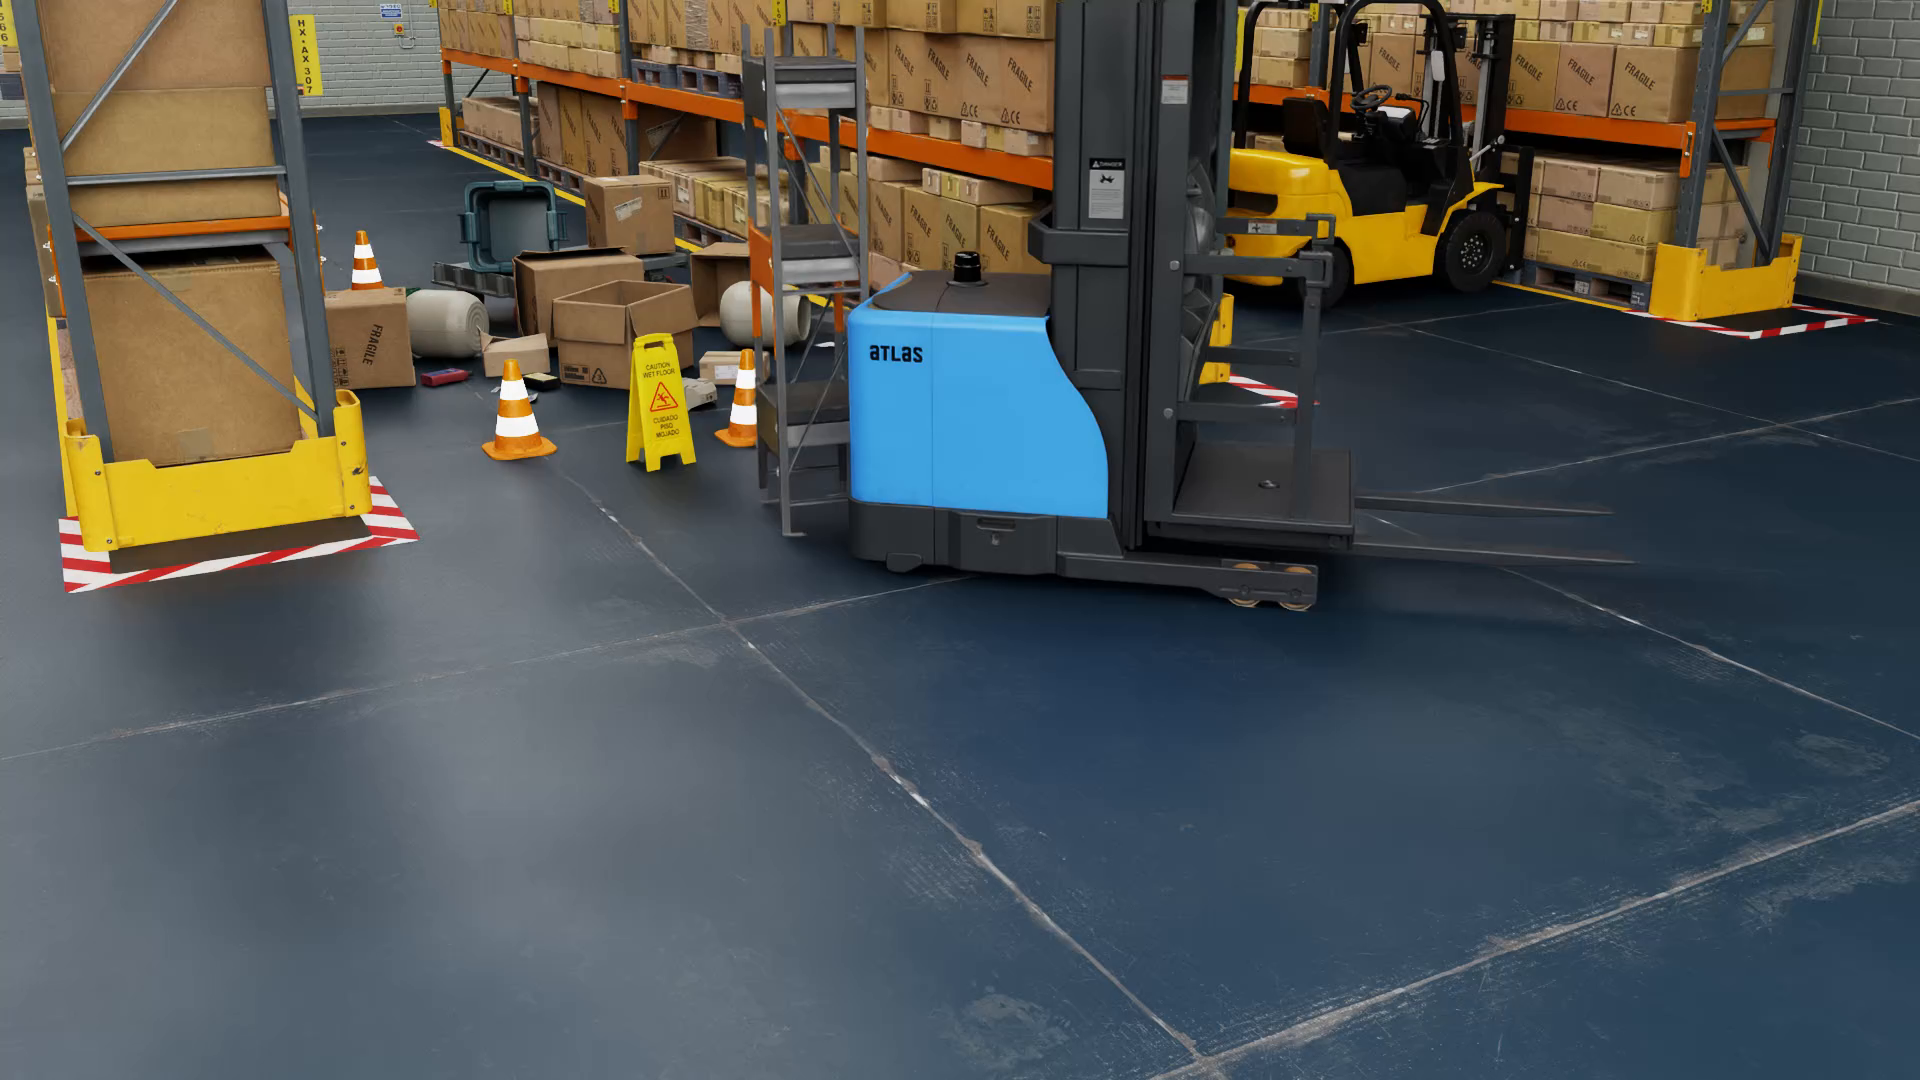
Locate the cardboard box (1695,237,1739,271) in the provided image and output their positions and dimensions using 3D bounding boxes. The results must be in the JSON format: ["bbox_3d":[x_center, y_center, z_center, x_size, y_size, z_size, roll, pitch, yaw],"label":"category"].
[{"bbox_3d":[5.373,-2.142,12.312,0.500,0.250,0.500,-10,21,-26],"label":"cardboard box"}]

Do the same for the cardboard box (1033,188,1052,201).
[{"bbox_3d":[0.664,-1.986,10.710,0.500,0.500,0.500,-11,22,-29],"label":"cardboard box"}]

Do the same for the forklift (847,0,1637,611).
[{"bbox_3d":[1.120,-1.304,6.418,3.031,2.935,1.130,4,19,12],"label":"forklift"}]

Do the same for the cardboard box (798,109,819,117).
[{"bbox_3d":[-0.965,-3.192,12.167,0.380,0.149,0.250,-10,21,-27],"label":"cardboard box"}]

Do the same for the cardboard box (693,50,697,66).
[{"bbox_3d":[-2.083,-4.170,14.359,0.380,0.149,0.250,-9,21,-25],"label":"cardboard box"}]

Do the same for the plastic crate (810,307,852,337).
[{"bbox_3d":[-0.808,-1.493,11.335,0.583,0.080,0.402,16,25,39],"label":"plastic crate"}]

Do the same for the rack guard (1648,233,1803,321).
[{"bbox_3d":[5.445,-1.884,11.824,1.175,0.500,0.348,-10,21,-27],"label":"rack guard"}]

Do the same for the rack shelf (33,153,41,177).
[{"bbox_3d":[-6.090,-2.889,12.008,1.077,0.370,4.000,-10,21,-27],"label":"rack shelf"}]

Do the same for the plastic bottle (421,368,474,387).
[{"bbox_3d":[-3.033,-0.969,9.847,0.133,0.061,0.283,16,25,39],"label":"plastic bottle"}]

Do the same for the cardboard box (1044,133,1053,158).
[{"bbox_3d":[0.702,-2.258,9.461,0.380,0.149,0.250,-9,21,-25],"label":"cardboard box"}]

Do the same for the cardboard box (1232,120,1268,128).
[{"bbox_3d":[2.556,-3.884,16.785,0.875,0.625,0.625,-11,22,-29],"label":"cardboard box"}]

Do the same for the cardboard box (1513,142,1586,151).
[{"bbox_3d":[4.667,-3.047,13.402,0.500,0.250,0.500,-10,22,-28],"label":"cardboard box"}]

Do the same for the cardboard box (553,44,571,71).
[{"bbox_3d":[-3.949,-5.066,17.444,0.500,0.250,0.500,-10,22,-28],"label":"cardboard box"}]

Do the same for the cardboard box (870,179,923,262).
[{"bbox_3d":[-0.280,-2.192,11.306,0.500,0.500,0.500,-9,21,-24],"label":"cardboard box"}]

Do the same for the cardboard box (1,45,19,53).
[{"bbox_3d":[-7.675,-4.095,13.685,0.380,0.149,0.250,-9,21,-26],"label":"cardboard box"}]

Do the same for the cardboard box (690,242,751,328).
[{"bbox_3d":[-1.521,-1.752,11.438,0.500,0.500,0.500,4,19,11],"label":"cardboard box"}]

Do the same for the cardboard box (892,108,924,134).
[{"bbox_3d":[-0.221,-2.755,10.902,0.380,0.149,0.250,-10,21,-27],"label":"cardboard box"}]

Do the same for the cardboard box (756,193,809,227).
[{"bbox_3d":[-1.083,-2.557,13.328,0.950,0.372,0.625,-10,21,-26],"label":"cardboard box"}]

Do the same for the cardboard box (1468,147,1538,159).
[{"bbox_3d":[4.211,-2.963,13.158,0.500,0.250,0.500,-10,22,-28],"label":"cardboard box"}]

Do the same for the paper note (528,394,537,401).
[{"bbox_3d":[-2.472,-0.803,9.415,0.144,0.017,0.142,-3,19,-8],"label":"paper note"}]

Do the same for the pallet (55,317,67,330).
[{"bbox_3d":[-5.573,-1.546,11.289,1.003,0.211,1.213,-10,21,-27],"label":"pallet"}]

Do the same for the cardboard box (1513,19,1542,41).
[{"bbox_3d":[4.392,-3.847,12.533,0.380,0.149,0.250,-10,21,-26],"label":"cardboard box"}]

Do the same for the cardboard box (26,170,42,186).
[{"bbox_3d":[-5.969,-2.232,11.805,1.050,0.750,0.750,-10,21,-27],"label":"cardboard box"}]

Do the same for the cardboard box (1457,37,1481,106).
[{"bbox_3d":[4.239,-3.660,12.986,0.500,0.500,0.500,-10,21,-26],"label":"cardboard box"}]

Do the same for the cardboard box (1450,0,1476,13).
[{"bbox_3d":[4.106,-4.220,13.159,0.380,0.149,0.250,-10,21,-27],"label":"cardboard box"}]

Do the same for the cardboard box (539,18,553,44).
[{"bbox_3d":[-4.182,-5.448,17.785,0.500,0.250,0.500,-10,21,-26],"label":"cardboard box"}]

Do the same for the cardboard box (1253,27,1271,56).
[{"bbox_3d":[2.826,-4.634,15.425,0.500,0.250,0.500,-11,22,-28],"label":"cardboard box"}]

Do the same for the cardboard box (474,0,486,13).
[{"bbox_3d":[-5.582,-6.651,20.122,0.500,0.500,0.500,-10,21,-26],"label":"cardboard box"}]

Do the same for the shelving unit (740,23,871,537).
[{"bbox_3d":[-0.647,-1.102,7.107,0.431,2.100,0.503,-6,20,-17],"label":"shelving unit"}]

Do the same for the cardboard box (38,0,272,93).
[{"bbox_3d":[-3.383,-2.200,7.024,0.875,0.550,0.550,-10,21,-27],"label":"cardboard box"}]

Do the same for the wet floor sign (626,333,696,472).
[{"bbox_3d":[-1.485,-0.692,8.147,0.267,0.644,0.232,-14,24,-36],"label":"wet floor sign"}]

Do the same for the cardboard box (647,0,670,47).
[{"bbox_3d":[-2.468,-4.672,14.818,0.500,0.500,0.500,-9,21,-24],"label":"cardboard box"}]

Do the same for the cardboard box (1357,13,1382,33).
[{"bbox_3d":[3.579,-4.368,14.044,0.380,0.149,0.250,-9,21,-25],"label":"cardboard box"}]

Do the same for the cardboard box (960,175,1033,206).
[{"bbox_3d":[0.224,-2.147,10.181,0.380,0.149,0.250,-9,21,-25],"label":"cardboard box"}]

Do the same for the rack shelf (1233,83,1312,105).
[{"bbox_3d":[2.585,-4.455,16.545,1.077,0.370,4.000,-10,21,-27],"label":"rack shelf"}]

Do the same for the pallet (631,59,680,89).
[{"bbox_3d":[-2.299,-4.320,15.346,1.213,0.211,1.003,-10,21,-27],"label":"pallet"}]

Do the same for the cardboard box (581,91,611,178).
[{"bbox_3d":[-3.406,-4.261,17.494,0.875,0.875,0.875,-10,21,-26],"label":"cardboard box"}]

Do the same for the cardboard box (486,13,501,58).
[{"bbox_3d":[-5.325,-6.035,19.868,0.500,0.500,0.500,-11,22,-28],"label":"cardboard box"}]

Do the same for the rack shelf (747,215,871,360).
[{"bbox_3d":[-0.647,-1.089,7.111,0.431,0.518,0.480,-6,20,-17],"label":"rack shelf"}]

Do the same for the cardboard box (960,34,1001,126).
[{"bbox_3d":[0.334,-2.748,9.886,0.500,0.500,0.500,-10,21,-27],"label":"cardboard box"}]

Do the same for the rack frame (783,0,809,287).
[{"bbox_3d":[-0.832,-3.451,12.532,1.000,3.000,0.127,-10,21,-27],"label":"rack frame"}]

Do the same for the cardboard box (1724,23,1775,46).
[{"bbox_3d":[5.501,-3.564,11.713,0.380,0.149,0.250,-11,22,-28],"label":"cardboard box"}]

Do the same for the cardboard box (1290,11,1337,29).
[{"bbox_3d":[3.177,-4.638,14.826,0.380,0.149,0.250,-9,21,-25],"label":"cardboard box"}]

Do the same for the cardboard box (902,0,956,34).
[{"bbox_3d":[0.066,-3.353,10.106,0.700,0.500,0.500,-10,22,-27],"label":"cardboard box"}]

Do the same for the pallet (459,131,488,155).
[{"bbox_3d":[-6.082,-5.360,22.340,1.003,0.211,1.213,-10,21,-27],"label":"pallet"}]

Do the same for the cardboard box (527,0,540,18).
[{"bbox_3d":[-4.409,-5.954,18.103,0.500,0.500,0.500,-10,21,-27],"label":"cardboard box"}]

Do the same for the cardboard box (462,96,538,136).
[{"bbox_3d":[-6.129,-5.709,22.361,0.875,0.438,0.875,-11,22,-28],"label":"cardboard box"}]

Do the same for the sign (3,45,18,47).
[{"bbox_3d":[-5.613,-3.078,9.799,0.100,0.325,0.005,-10,21,-27],"label":"sign"}]

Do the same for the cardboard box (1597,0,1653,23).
[{"bbox_3d":[4.786,-3.774,11.866,0.380,0.149,0.250,-9,21,-25],"label":"cardboard box"}]

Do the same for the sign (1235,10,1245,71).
[{"bbox_3d":[1.545,-2.796,9.307,0.100,0.325,0.005,-10,21,-27],"label":"sign"}]
